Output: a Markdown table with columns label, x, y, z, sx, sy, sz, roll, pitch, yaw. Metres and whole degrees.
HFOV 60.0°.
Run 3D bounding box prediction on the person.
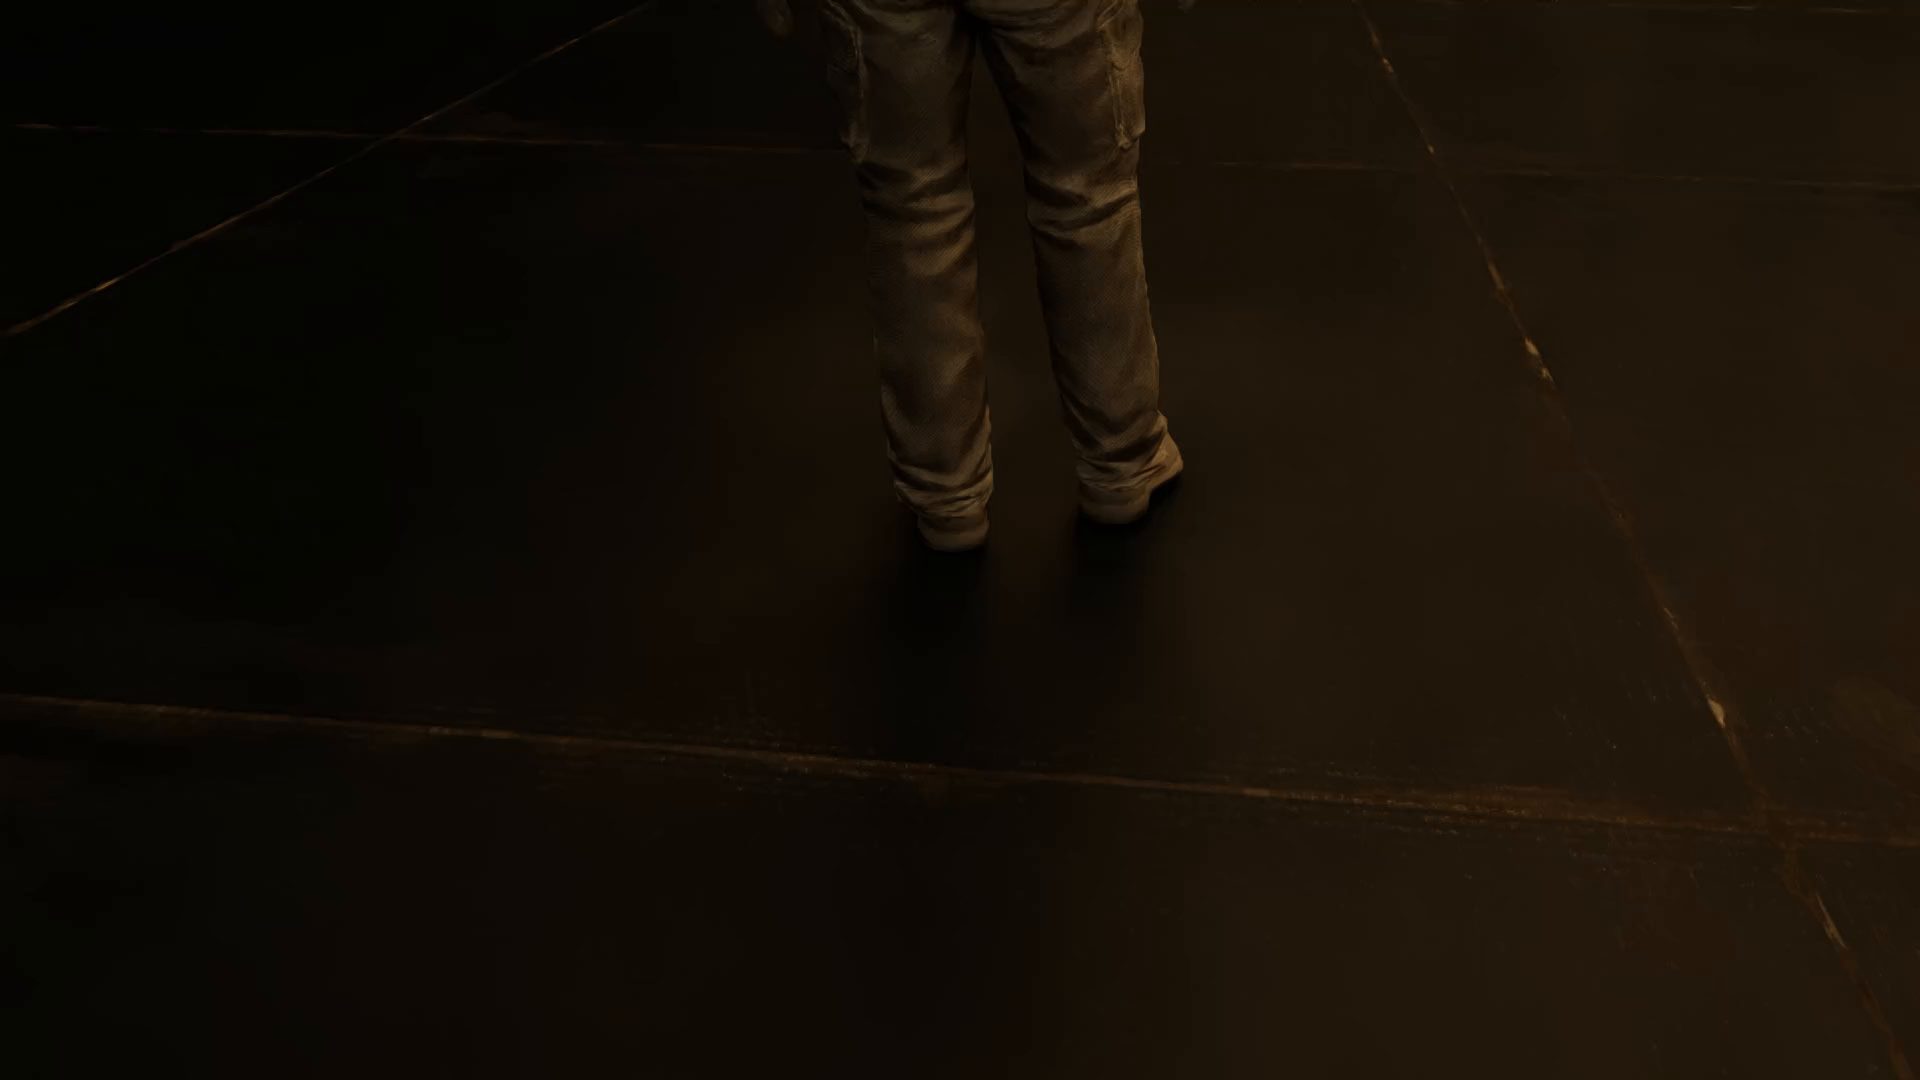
| label | x | y | z | sx | sy | sz | roll | pitch | yaw |
| --- | --- | --- | --- | --- | --- | --- | --- | --- | --- |
| person | 0.017 | -0.833 | 2.163 | 0.655 | 1.777 | 0.576 | 3 | 27 | 7 |
